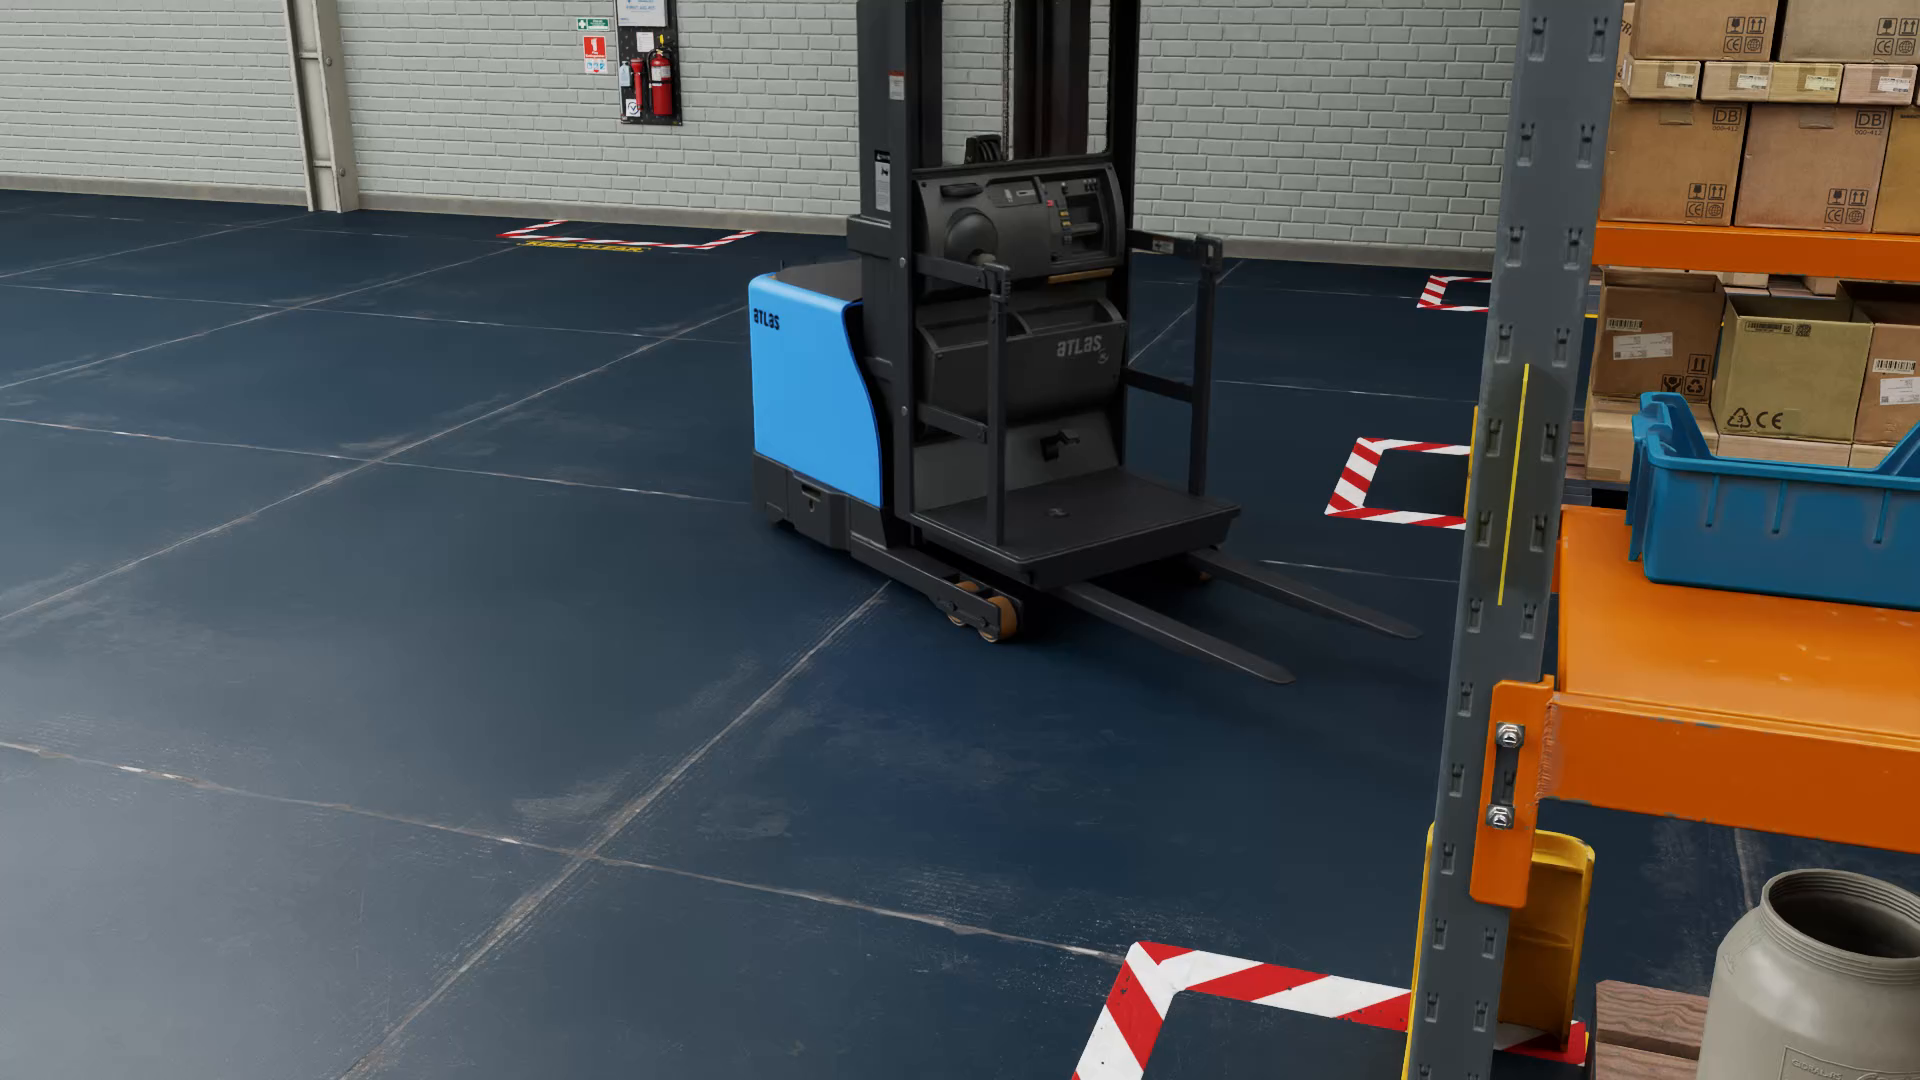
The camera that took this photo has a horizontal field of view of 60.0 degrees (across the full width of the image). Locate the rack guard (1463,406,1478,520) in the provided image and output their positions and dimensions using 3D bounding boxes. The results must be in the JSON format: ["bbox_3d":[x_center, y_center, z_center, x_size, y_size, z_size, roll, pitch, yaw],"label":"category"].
[{"bbox_3d":[2.562,-0.478,7.687,0.348,0.500,1.175,7,20,18],"label":"rack guard"}]

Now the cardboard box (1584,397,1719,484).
[{"bbox_3d":[3.018,-0.428,7.287,0.500,0.250,0.500,7,20,18],"label":"cardboard box"}]

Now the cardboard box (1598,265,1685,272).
[{"bbox_3d":[4.830,-2.031,11.763,0.500,0.311,0.500,4,20,12],"label":"cardboard box"}]

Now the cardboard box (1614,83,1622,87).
[{"bbox_3d":[4.563,-2.983,11.275,0.500,0.250,0.500,6,20,16],"label":"cardboard box"}]

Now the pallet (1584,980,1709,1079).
[{"bbox_3d":[1.808,1.284,3.072,1.213,0.211,1.003,7,20,18],"label":"pallet"}]

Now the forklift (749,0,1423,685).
[{"bbox_3d":[0.367,-1.196,6.053,1.130,2.935,3.031,-14,23,-34],"label":"forklift"}]

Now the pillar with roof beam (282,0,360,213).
[{"bbox_3d":[-7.597,-6.180,11.134,0.400,9.000,9.100,7,20,18],"label":"pillar with roof beam"}]

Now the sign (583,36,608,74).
[{"bbox_3d":[-3.326,-4.425,15.159,0.234,0.329,0.001,7,20,18],"label":"sign"}]

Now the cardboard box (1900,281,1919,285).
[{"bbox_3d":[6.481,-1.804,11.359,0.250,0.149,0.380,5,20,14],"label":"cardboard box"}]

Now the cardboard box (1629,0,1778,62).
[{"bbox_3d":[3.071,-2.255,6.866,0.500,0.500,0.700,7,20,18],"label":"cardboard box"}]

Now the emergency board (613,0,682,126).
[{"bbox_3d":[-2.838,-4.316,14.902,0.643,1.169,0.194,7,20,18],"label":"emergency board"}]

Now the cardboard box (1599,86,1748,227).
[{"bbox_3d":[3.021,-1.648,7.096,0.500,0.500,0.700,7,20,18],"label":"cardboard box"}]

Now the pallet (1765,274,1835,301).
[{"bbox_3d":[6.183,-1.640,11.460,1.213,0.211,1.003,7,20,18],"label":"pallet"}]

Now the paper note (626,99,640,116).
[{"bbox_3d":[-2.983,-3.941,15.163,0.142,0.148,0.016,7,20,18],"label":"paper note"}]

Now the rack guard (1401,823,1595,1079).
[{"bbox_3d":[1.042,1.058,3.281,0.348,0.500,1.175,7,20,18],"label":"rack guard"}]

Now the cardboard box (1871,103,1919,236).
[{"bbox_3d":[3.986,-1.538,6.778,0.500,0.500,0.700,7,20,18],"label":"cardboard box"}]

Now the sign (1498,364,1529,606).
[{"bbox_3d":[0.771,-0.076,2.316,0.005,0.325,0.100,7,20,18],"label":"sign"}]

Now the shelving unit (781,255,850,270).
[{"bbox_3d":[-0.631,-0.763,7.650,0.215,1.050,0.252,-18,22,-41],"label":"shelving unit"}]

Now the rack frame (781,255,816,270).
[{"bbox_3d":[-0.715,-0.785,7.735,0.200,1.050,0.008,-18,22,-41],"label":"rack frame"}]

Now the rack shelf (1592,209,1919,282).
[{"bbox_3d":[4.474,-1.100,6.767,4.000,0.370,1.077,7,20,18],"label":"rack shelf"}]

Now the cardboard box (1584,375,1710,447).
[{"bbox_3d":[3.188,-0.589,7.749,0.500,0.250,0.500,7,20,18],"label":"cardboard box"}]

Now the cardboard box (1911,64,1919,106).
[{"bbox_3d":[3.860,-1.789,6.513,0.250,0.149,0.380,6,20,16],"label":"cardboard box"}]

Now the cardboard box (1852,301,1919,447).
[{"bbox_3d":[3.967,-0.679,6.867,0.500,0.500,0.500,7,20,18],"label":"cardboard box"}]

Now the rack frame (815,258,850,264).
[{"bbox_3d":[-0.546,-0.741,7.564,0.200,1.050,0.008,-18,22,-41],"label":"rack frame"}]

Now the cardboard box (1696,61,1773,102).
[{"bbox_3d":[3.135,-1.872,6.752,0.250,0.149,0.380,6,20,17],"label":"cardboard box"}]

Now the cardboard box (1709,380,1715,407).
[{"bbox_3d":[3.664,-0.539,7.605,0.500,0.250,0.500,7,20,18],"label":"cardboard box"}]

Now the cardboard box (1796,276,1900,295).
[{"bbox_3d":[6.046,-1.964,11.284,0.500,0.500,0.700,5,20,15],"label":"cardboard box"}]

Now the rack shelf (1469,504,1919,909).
[{"bbox_3d":[2.844,0.440,2.350,4.000,0.370,1.077,7,20,18],"label":"rack shelf"}]

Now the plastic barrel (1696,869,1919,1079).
[{"bbox_3d":[1.602,0.908,3.056,0.421,0.512,0.421,0,19,0],"label":"plastic barrel"}]

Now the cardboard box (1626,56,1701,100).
[{"bbox_3d":[2.884,-1.900,6.831,0.250,0.149,0.380,6,20,18],"label":"cardboard box"}]

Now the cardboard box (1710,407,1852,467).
[{"bbox_3d":[3.491,-0.375,7.135,0.500,0.250,0.500,7,20,18],"label":"cardboard box"}]

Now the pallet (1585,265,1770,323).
[{"bbox_3d":[5.034,-1.772,11.840,1.213,0.211,1.003,7,20,18],"label":"pallet"}]

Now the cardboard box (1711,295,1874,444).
[{"bbox_3d":[3.491,-0.729,7.010,0.500,0.500,0.500,7,20,18],"label":"cardboard box"}]

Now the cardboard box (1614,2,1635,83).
[{"bbox_3d":[4.559,-3.344,11.170,0.500,0.500,0.500,7,20,18],"label":"cardboard box"}]

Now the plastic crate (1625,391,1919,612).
[{"bbox_3d":[1.526,-0.084,2.987,0.616,0.251,0.499,7,20,18],"label":"plastic crate"}]

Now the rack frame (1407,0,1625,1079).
[{"bbox_3d":[0.955,-0.116,2.851,0.127,3.000,1.000,7,20,18],"label":"rack frame"}]

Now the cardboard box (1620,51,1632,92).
[{"bbox_3d":[3.008,-2.027,7.196,0.250,0.149,0.380,6,20,17],"label":"cardboard box"}]

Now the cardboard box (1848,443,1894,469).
[{"bbox_3d":[3.964,-0.321,6.980,0.500,0.250,0.500,7,20,18],"label":"cardboard box"}]

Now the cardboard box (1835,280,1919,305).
[{"bbox_3d":[4.138,-0.841,7.331,0.500,0.500,0.500,7,20,18],"label":"cardboard box"}]

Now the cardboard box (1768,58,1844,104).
[{"bbox_3d":[3.370,-1.845,6.673,0.250,0.149,0.380,7,20,18],"label":"cardboard box"}]

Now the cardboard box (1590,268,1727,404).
[{"bbox_3d":[3.189,-0.944,7.627,0.500,0.500,0.500,7,20,18],"label":"cardboard box"}]

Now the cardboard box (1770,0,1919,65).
[{"bbox_3d":[3.570,-2.200,6.707,0.500,0.500,0.700,6,20,17],"label":"cardboard box"}]

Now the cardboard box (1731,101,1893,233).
[{"bbox_3d":[3.519,-1.593,6.937,0.500,0.500,0.700,7,20,19],"label":"cardboard box"}]

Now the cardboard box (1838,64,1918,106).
[{"bbox_3d":[3.607,-1.817,6.593,0.250,0.149,0.380,6,20,17],"label":"cardboard box"}]

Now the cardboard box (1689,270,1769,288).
[{"bbox_3d":[5.369,-1.970,11.587,0.500,0.311,0.500,8,21,23],"label":"cardboard box"}]

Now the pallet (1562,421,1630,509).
[{"bbox_3d":[3.320,-0.269,7.527,1.213,0.211,1.003,7,20,18],"label":"pallet"}]

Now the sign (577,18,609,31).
[{"bbox_3d":[-3.325,-4.672,15.062,0.331,0.109,0.001,7,20,18],"label":"sign"}]
